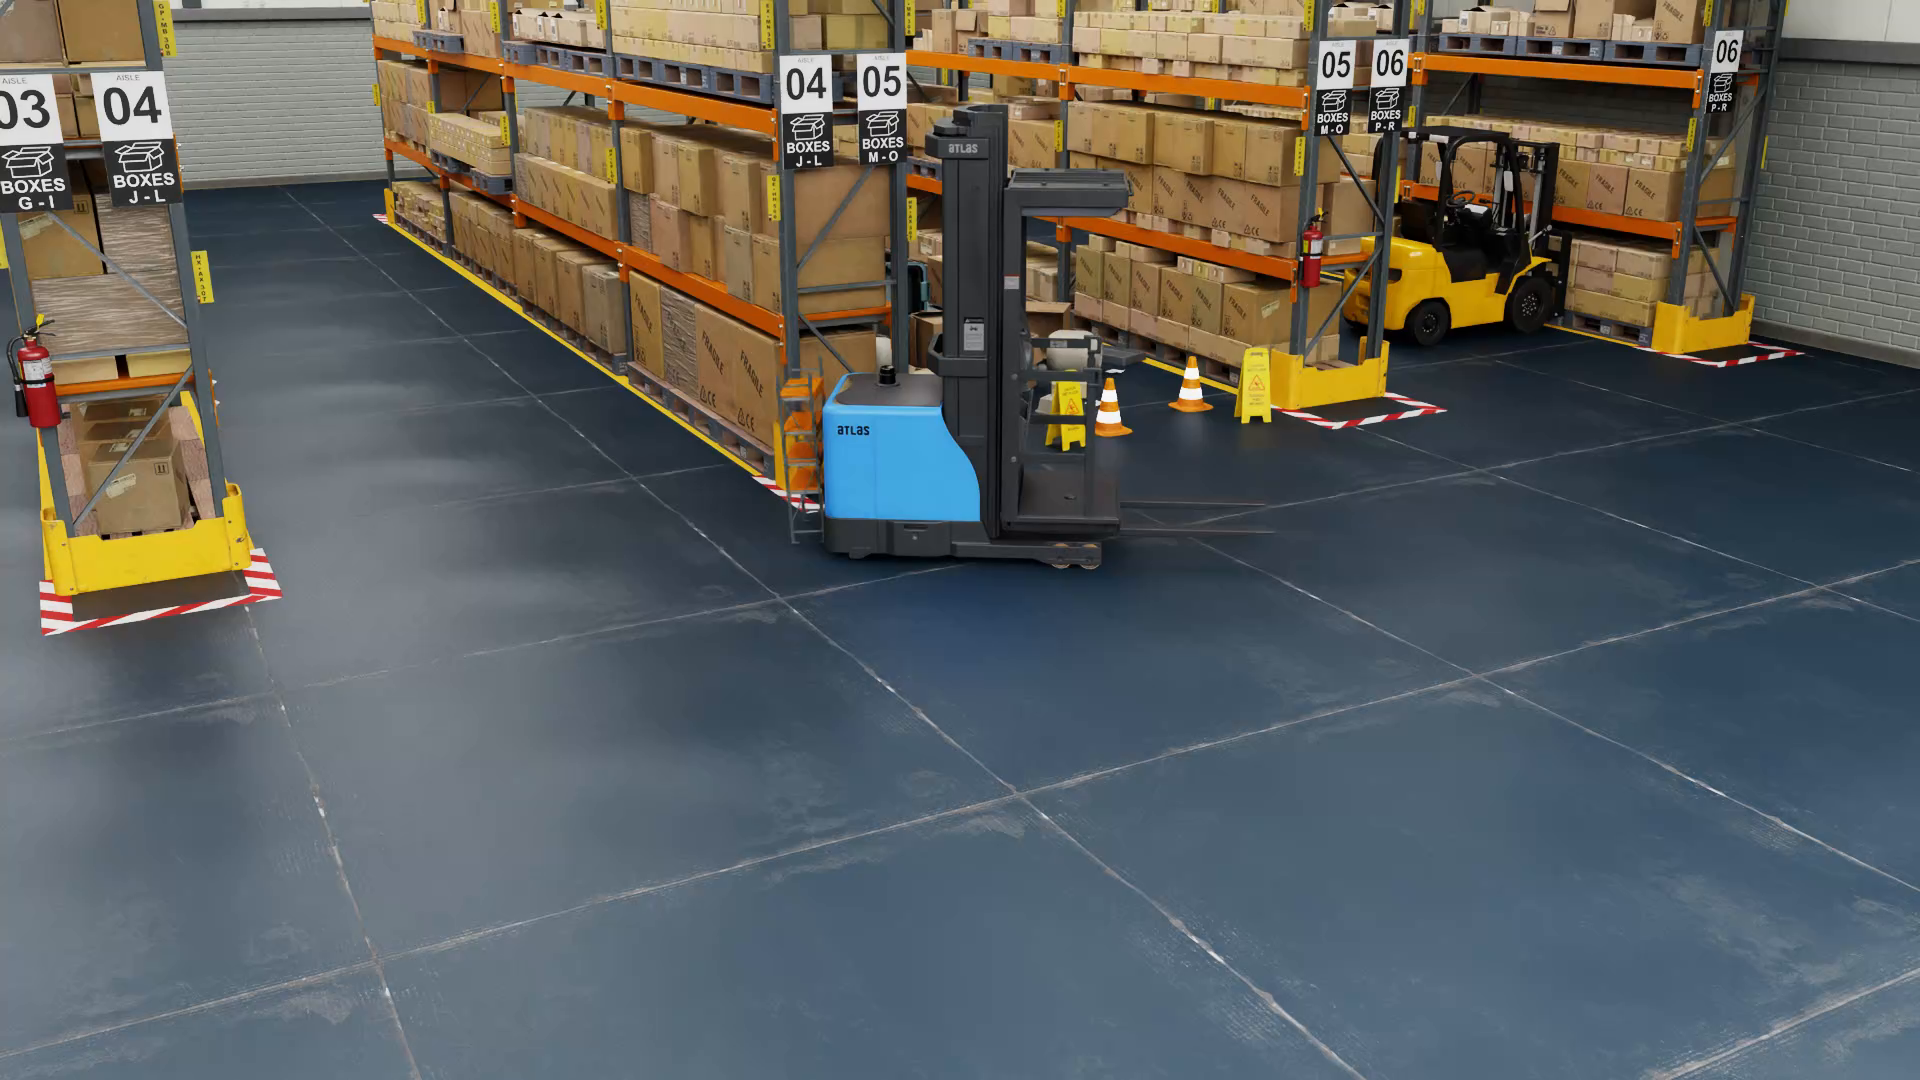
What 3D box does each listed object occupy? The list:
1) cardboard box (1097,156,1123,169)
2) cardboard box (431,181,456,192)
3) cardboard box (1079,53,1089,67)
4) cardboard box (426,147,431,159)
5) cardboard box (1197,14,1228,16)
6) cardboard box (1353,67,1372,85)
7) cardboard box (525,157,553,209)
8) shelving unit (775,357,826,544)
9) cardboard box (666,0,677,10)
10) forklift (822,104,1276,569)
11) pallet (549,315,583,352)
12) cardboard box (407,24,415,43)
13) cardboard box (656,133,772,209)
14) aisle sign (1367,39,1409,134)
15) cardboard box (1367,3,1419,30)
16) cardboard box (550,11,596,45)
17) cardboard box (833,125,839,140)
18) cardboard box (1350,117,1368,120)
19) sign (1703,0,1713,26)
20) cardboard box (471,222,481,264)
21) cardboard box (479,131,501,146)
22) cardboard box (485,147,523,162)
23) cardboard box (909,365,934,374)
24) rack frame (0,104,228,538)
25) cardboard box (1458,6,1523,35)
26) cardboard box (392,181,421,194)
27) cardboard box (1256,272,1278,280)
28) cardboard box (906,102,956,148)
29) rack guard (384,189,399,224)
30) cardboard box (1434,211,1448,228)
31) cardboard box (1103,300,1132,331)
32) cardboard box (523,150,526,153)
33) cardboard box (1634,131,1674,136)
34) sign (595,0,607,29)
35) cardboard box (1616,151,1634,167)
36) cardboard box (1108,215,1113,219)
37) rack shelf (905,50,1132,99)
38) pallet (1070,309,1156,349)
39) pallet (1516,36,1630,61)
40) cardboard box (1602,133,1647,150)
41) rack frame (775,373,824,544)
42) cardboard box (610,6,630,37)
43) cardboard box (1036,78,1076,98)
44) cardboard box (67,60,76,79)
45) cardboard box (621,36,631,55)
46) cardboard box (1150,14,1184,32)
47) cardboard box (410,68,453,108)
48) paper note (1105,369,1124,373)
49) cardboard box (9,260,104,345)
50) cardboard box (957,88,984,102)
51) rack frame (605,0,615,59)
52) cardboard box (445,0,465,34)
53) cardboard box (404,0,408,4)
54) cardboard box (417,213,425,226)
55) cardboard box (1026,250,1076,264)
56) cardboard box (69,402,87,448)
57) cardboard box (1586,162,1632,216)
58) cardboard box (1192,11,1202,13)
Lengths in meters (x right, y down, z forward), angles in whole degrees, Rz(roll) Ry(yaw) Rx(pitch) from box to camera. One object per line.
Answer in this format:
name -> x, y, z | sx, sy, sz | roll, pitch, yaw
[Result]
cardboard box -> 1.764, -3.732, 17.240 | 0.500, 0.500, 0.500 | -10, 21, -27
cardboard box -> -7.922, -5.442, 25.618 | 0.380, 0.149, 0.250 | -10, 21, -26
cardboard box -> 1.473, -5.025, 17.381 | 0.380, 0.149, 0.250 | -10, 22, -27
cardboard box -> -7.126, -5.339, 22.891 | 0.380, 0.149, 0.250 | -11, 22, -28
cardboard box -> 2.559, -5.111, 16.410 | 0.380, 0.149, 0.250 | -10, 21, -26
cardboard box -> 3.569, -4.151, 14.849 | 0.380, 0.149, 0.250 | -10, 21, -27
cardboard box -> -4.447, -3.938, 18.292 | 0.500, 0.500, 0.500 | -10, 22, -27
shelving unit -> -1.067, -0.627, 11.586 | 0.258, 1.200, 0.503 | -2, 19, 5
cardboard box -> -2.171, -4.387, 13.513 | 0.380, 0.149, 0.250 | -10, 21, -27
forklift -> 0.621, -1.371, 11.110 | 3.031, 2.935, 1.130 | 1, 19, 4
pallet -> -3.783, -2.301, 17.976 | 1.003, 0.211, 1.213 | -10, 21, -27
cardboard box -> -7.264, -6.946, 22.795 | 0.500, 0.250, 0.500 | -10, 21, -27
cardboard box -> -2.123, -3.213, 14.457 | 0.875, 0.550, 0.550 | -10, 21, -27
aisle sign -> 3.743, -3.965, 14.539 | 0.394, 0.787, 0.004 | -10, 21, -27
cardboard box -> 5.350, -6.416, 20.367 | 0.500, 0.311, 0.500 | -11, 22, -28
cardboard box -> -3.793, -5.149, 16.697 | 0.500, 0.311, 0.500 | -11, 22, -29
cardboard box -> -1.567, -5.707, 23.036 | 0.500, 0.250, 0.500 | -11, 22, -28
cardboard box -> 5.031, -5.331, 21.336 | 0.380, 0.149, 0.250 | -11, 22, -28
sign -> 7.323, -5.195, 16.254 | 0.100, 0.325, 0.005 | -10, 21, -27
cardboard box -> -5.935, -3.819, 21.288 | 0.500, 0.500, 0.500 | -10, 21, -26
cardboard box -> -5.420, -4.710, 19.512 | 0.380, 0.149, 0.250 | -10, 22, -27
cardboard box -> -5.302, -4.499, 19.355 | 0.380, 0.149, 0.250 | -9, 21, -26
cardboard box -> -0.330, -1.558, 15.740 | 0.396, 0.266, 0.258 | -6, 20, -17
rack frame -> -5.281, -1.171, 10.427 | 1.000, 3.000, 0.127 | -10, 21, -27
cardboard box -> 6.088, -5.969, 19.073 | 0.500, 0.311, 0.500 | -9, 21, -26
cardboard box -> -8.516, -5.432, 25.591 | 0.380, 0.149, 0.250 | -11, 22, -29
cardboard box -> 3.037, -2.390, 16.381 | 0.500, 0.500, 0.500 | -11, 22, -29
cardboard box -> -0.348, -5.224, 20.919 | 0.500, 0.500, 0.500 | -11, 22, -28
rack guard -> -8.430, -5.300, 26.224 | 1.175, 0.500, 0.348 | -10, 21, -27
cardboard box -> 5.861, -3.808, 20.108 | 0.500, 0.250, 0.500 | -10, 22, -27
cardboard box -> 1.847, -2.390, 17.532 | 0.500, 0.250, 0.500 | -9, 21, -24
cardboard box -> -5.215, -4.754, 20.552 | 0.380, 0.149, 0.250 | -9, 21, -25
cardboard box -> 7.499, -4.327, 17.970 | 0.380, 0.149, 0.250 | -10, 21, -26
sign -> -3.240, -4.783, 15.020 | 0.100, 0.325, 0.005 | -10, 21, -27
cardboard box -> 7.179, -4.039, 17.590 | 0.380, 0.149, 0.250 | -10, 21, -26
cardboard box -> 1.727, -3.459, 17.444 | 0.380, 0.149, 0.250 | -10, 21, -27
rack shelf -> 0.591, -5.506, 19.495 | 1.077, 0.370, 4.000 | -10, 21, -27
pallet -> 1.891, -2.349, 18.115 | 1.003, 0.211, 1.213 | -10, 21, -27
pallet -> 6.911, -5.410, 18.248 | 1.003, 0.211, 1.213 | -10, 21, -27
cardboard box -> 7.106, -4.261, 17.776 | 0.380, 0.149, 0.250 | -10, 21, -26
rack frame -> -1.084, -0.548, 11.356 | 0.240, 1.200, 0.015 | -2, 19, 5
cardboard box -> -2.781, -4.608, 14.766 | 0.500, 0.250, 0.500 | -10, 21, -26
cardboard box -> 1.636, -7.814, 28.301 | 0.500, 0.500, 0.500 | -11, 22, -28
cardboard box -> -5.955, -3.265, 11.514 | 0.380, 0.149, 0.250 | -10, 22, -27
cardboard box -> -2.769, -4.372, 14.694 | 0.380, 0.149, 0.250 | -10, 21, -26
cardboard box -> 2.070, -5.024, 16.157 | 0.380, 0.149, 0.250 | -10, 22, -27
cardboard box -> -7.278, -6.256, 23.022 | 0.500, 0.500, 0.500 | -11, 22, -28
paper note -> 1.535, -1.675, 16.440 | 0.148, 0.019, 0.142 | 16, 25, 39
cardboard box -> -5.861, -1.646, 11.194 | 0.875, 0.500, 0.500 | -10, 21, -27
cardboard box -> 0.188, -7.967, 29.895 | 0.500, 0.250, 0.500 | -10, 21, -26
rack frame -> -2.767, -5.895, 14.918 | 1.000, 3.000, 0.127 | -10, 21, -27
cardboard box -> -5.948, -6.557, 20.634 | 0.797, 0.503, 0.637 | -10, 22, -27
cardboard box -> -7.457, -7.472, 22.942 | 0.380, 0.149, 0.250 | -11, 22, -29
cardboard box -> -7.752, -4.712, 24.416 | 0.380, 0.149, 0.250 | -10, 21, -27
cardboard box -> 0.945, -3.167, 19.595 | 0.950, 0.372, 0.625 | -9, 21, -23
cardboard box -> -6.747, -1.052, 13.270 | 0.500, 0.500, 0.500 | -3, 19, -9
cardboard box -> 7.104, -3.774, 17.817 | 0.500, 0.500, 0.500 | -9, 21, -25
cardboard box -> 3.522, -7.450, 23.643 | 0.380, 0.149, 0.250 | -11, 22, -28
